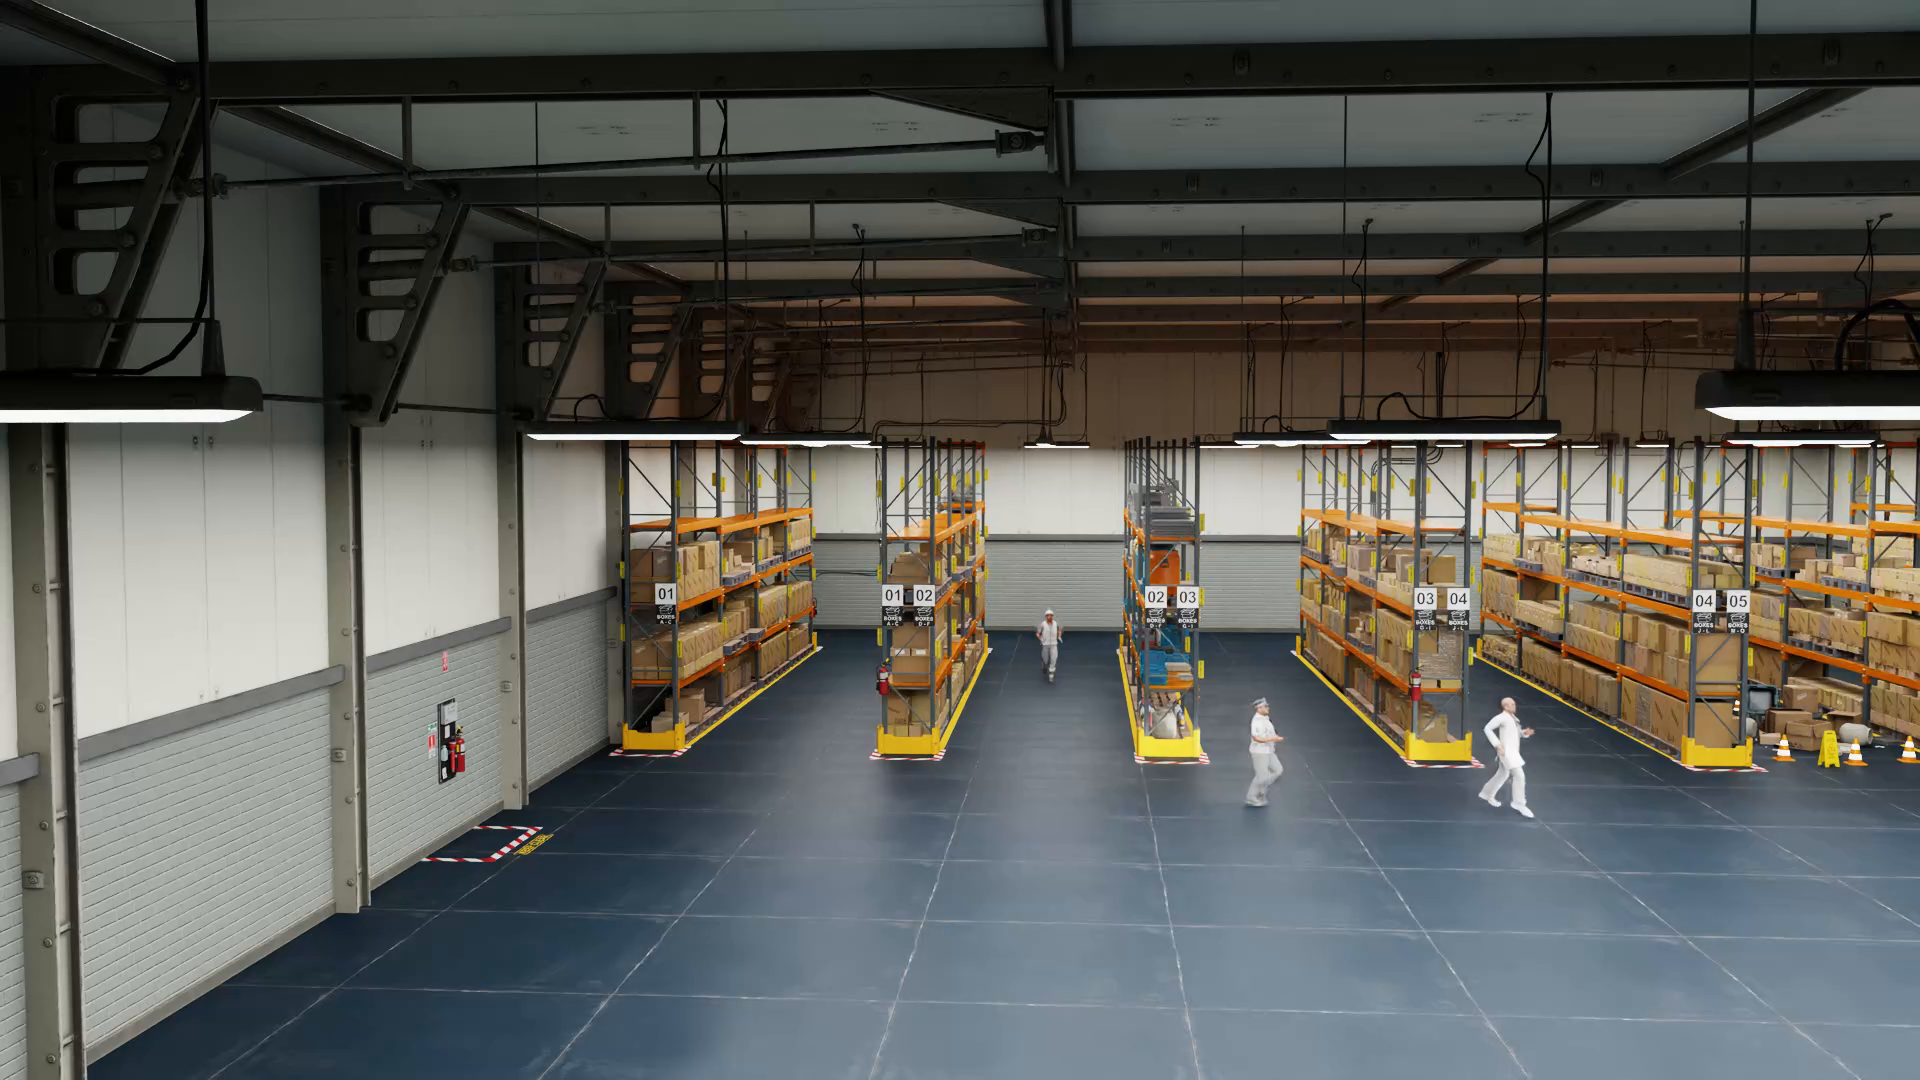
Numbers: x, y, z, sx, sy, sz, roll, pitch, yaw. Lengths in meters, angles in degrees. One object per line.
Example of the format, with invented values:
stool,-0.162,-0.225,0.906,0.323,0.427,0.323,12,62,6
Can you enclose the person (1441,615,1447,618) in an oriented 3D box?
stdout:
person,13.127,2.424,45.046,0.657,1.827,0.748,0,3,9

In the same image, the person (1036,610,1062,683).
person,2.228,2.625,41.389,0.664,1.772,0.899,0,3,-7

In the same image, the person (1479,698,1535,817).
person,8.685,3.411,26.349,0.872,1.836,0.677,2,4,33

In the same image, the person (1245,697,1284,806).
person,4.926,3.421,26.722,0.651,1.784,0.645,2,3,29
